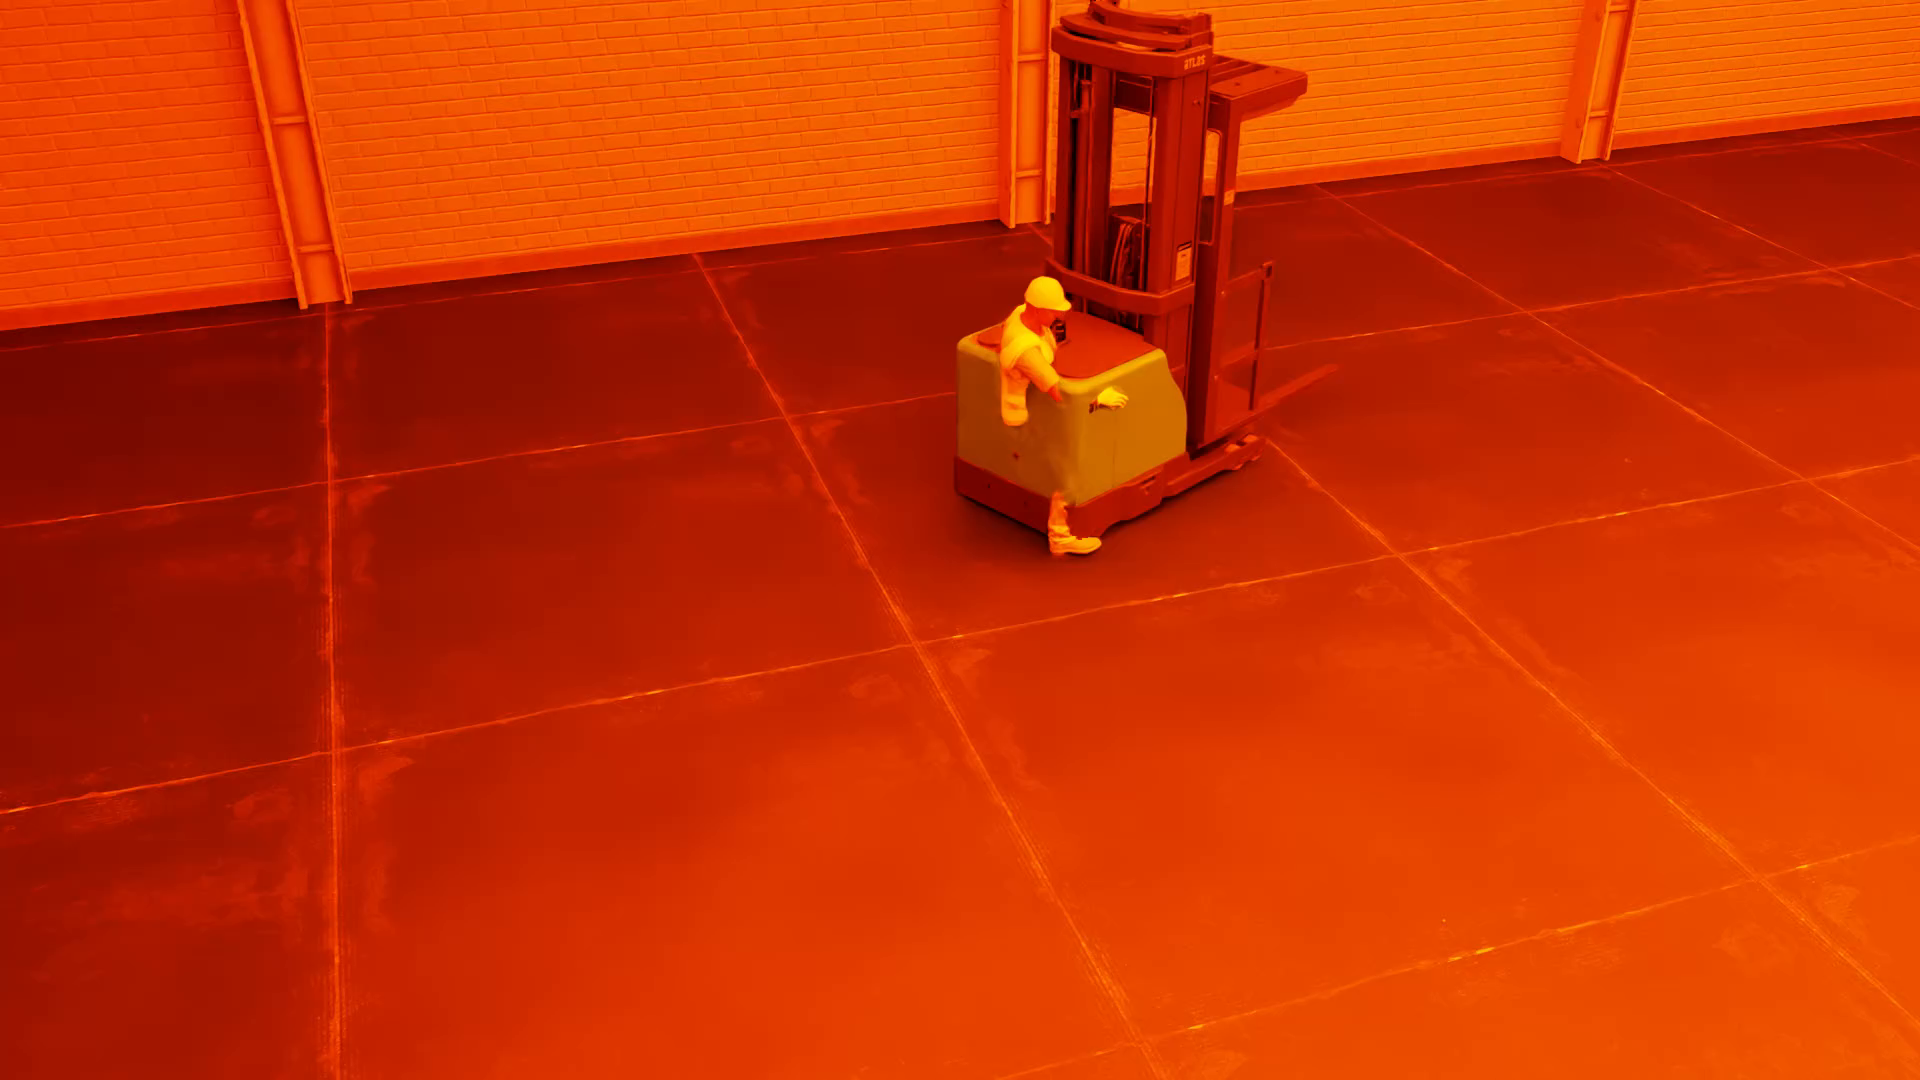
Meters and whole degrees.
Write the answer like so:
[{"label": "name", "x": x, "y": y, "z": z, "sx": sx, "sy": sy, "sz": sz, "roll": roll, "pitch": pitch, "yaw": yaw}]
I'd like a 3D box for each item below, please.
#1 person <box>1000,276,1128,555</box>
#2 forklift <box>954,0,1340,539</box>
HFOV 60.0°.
[{"label": "person", "x": 0.618, "y": -0.820, "z": 9.855, "sx": 0.756, "sy": 1.606, "sz": 0.929, "roll": 3, "pitch": 30, "yaw": 6}, {"label": "forklift", "x": 1.365, "y": -1.888, "z": 10.368, "sx": 3.031, "sy": 2.935, "sz": 1.130, "roll": -26, "pitch": 39, "yaw": -38}]
